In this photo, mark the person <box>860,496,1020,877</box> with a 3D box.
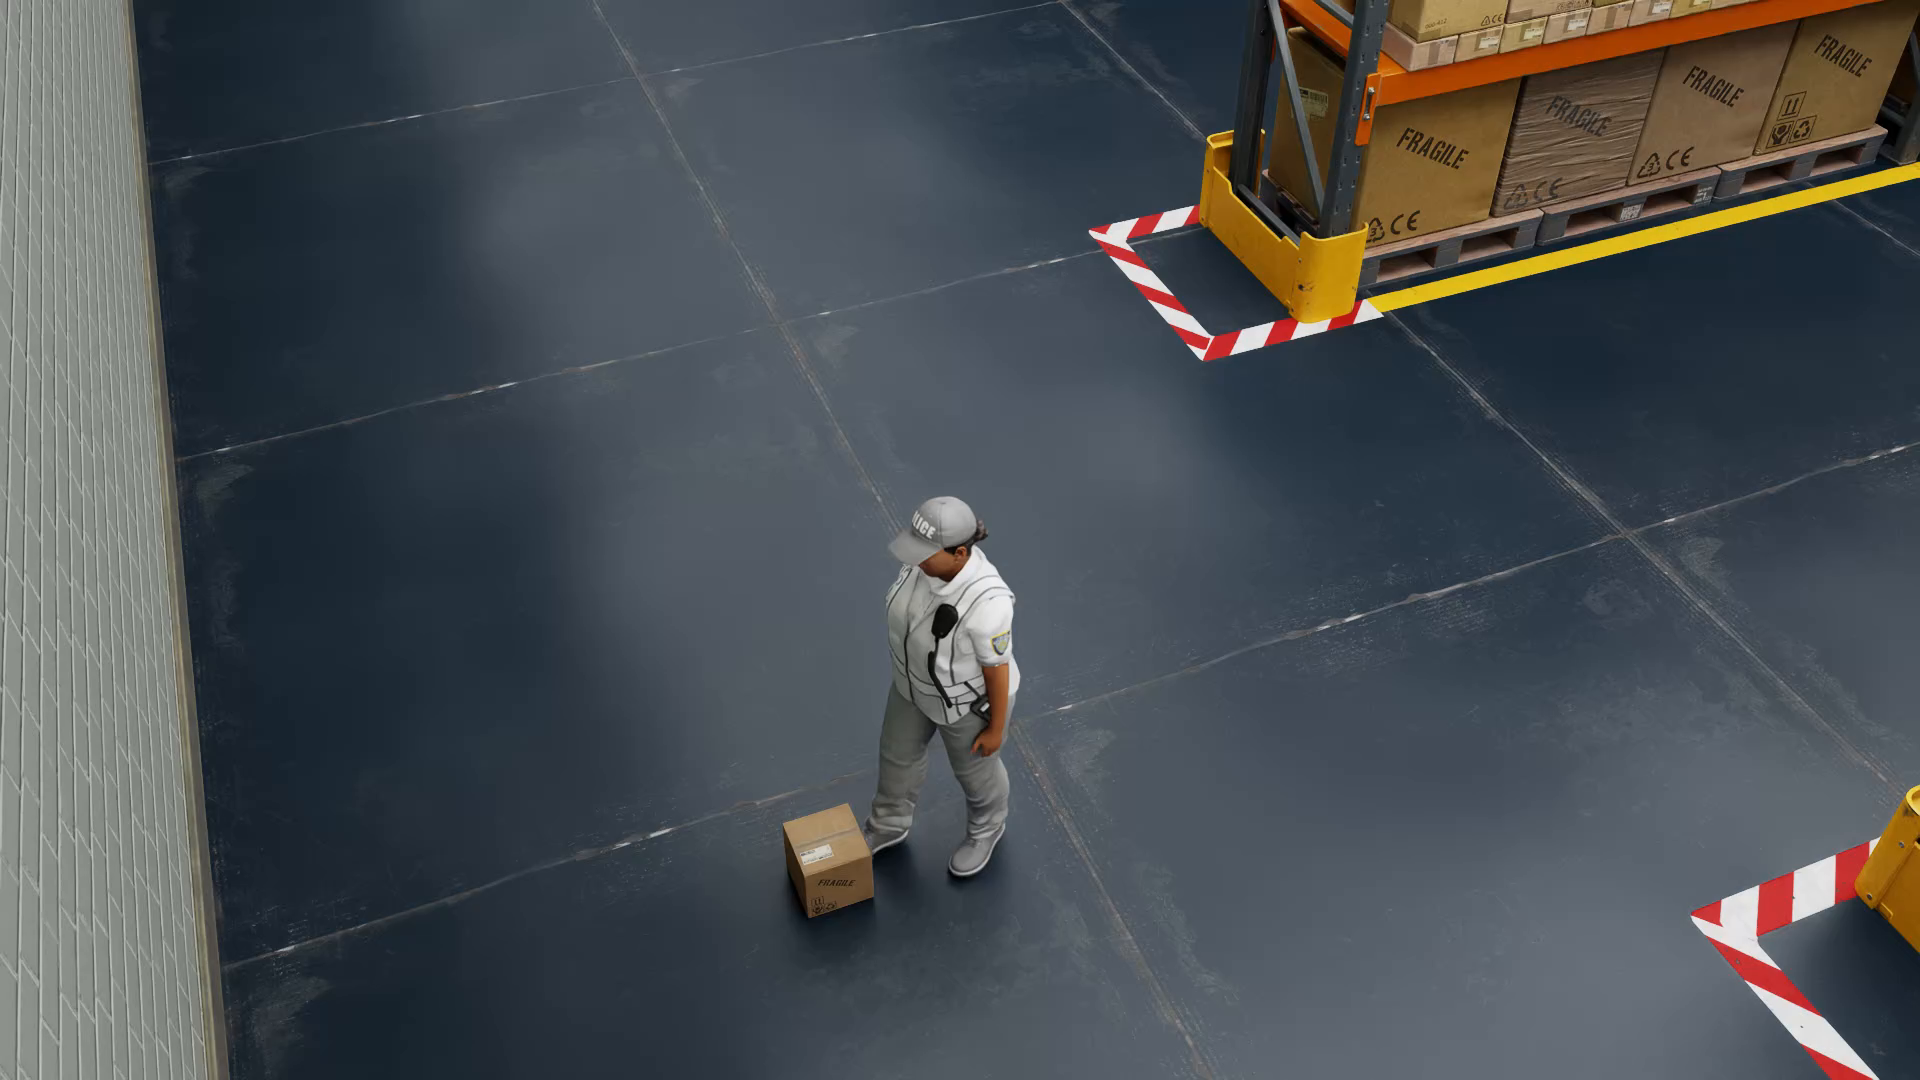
[{"bbox_3d":[-0.105,0.541,5.543,0.597,1.657,0.509,-29,50,-29],"label":"person"}]
